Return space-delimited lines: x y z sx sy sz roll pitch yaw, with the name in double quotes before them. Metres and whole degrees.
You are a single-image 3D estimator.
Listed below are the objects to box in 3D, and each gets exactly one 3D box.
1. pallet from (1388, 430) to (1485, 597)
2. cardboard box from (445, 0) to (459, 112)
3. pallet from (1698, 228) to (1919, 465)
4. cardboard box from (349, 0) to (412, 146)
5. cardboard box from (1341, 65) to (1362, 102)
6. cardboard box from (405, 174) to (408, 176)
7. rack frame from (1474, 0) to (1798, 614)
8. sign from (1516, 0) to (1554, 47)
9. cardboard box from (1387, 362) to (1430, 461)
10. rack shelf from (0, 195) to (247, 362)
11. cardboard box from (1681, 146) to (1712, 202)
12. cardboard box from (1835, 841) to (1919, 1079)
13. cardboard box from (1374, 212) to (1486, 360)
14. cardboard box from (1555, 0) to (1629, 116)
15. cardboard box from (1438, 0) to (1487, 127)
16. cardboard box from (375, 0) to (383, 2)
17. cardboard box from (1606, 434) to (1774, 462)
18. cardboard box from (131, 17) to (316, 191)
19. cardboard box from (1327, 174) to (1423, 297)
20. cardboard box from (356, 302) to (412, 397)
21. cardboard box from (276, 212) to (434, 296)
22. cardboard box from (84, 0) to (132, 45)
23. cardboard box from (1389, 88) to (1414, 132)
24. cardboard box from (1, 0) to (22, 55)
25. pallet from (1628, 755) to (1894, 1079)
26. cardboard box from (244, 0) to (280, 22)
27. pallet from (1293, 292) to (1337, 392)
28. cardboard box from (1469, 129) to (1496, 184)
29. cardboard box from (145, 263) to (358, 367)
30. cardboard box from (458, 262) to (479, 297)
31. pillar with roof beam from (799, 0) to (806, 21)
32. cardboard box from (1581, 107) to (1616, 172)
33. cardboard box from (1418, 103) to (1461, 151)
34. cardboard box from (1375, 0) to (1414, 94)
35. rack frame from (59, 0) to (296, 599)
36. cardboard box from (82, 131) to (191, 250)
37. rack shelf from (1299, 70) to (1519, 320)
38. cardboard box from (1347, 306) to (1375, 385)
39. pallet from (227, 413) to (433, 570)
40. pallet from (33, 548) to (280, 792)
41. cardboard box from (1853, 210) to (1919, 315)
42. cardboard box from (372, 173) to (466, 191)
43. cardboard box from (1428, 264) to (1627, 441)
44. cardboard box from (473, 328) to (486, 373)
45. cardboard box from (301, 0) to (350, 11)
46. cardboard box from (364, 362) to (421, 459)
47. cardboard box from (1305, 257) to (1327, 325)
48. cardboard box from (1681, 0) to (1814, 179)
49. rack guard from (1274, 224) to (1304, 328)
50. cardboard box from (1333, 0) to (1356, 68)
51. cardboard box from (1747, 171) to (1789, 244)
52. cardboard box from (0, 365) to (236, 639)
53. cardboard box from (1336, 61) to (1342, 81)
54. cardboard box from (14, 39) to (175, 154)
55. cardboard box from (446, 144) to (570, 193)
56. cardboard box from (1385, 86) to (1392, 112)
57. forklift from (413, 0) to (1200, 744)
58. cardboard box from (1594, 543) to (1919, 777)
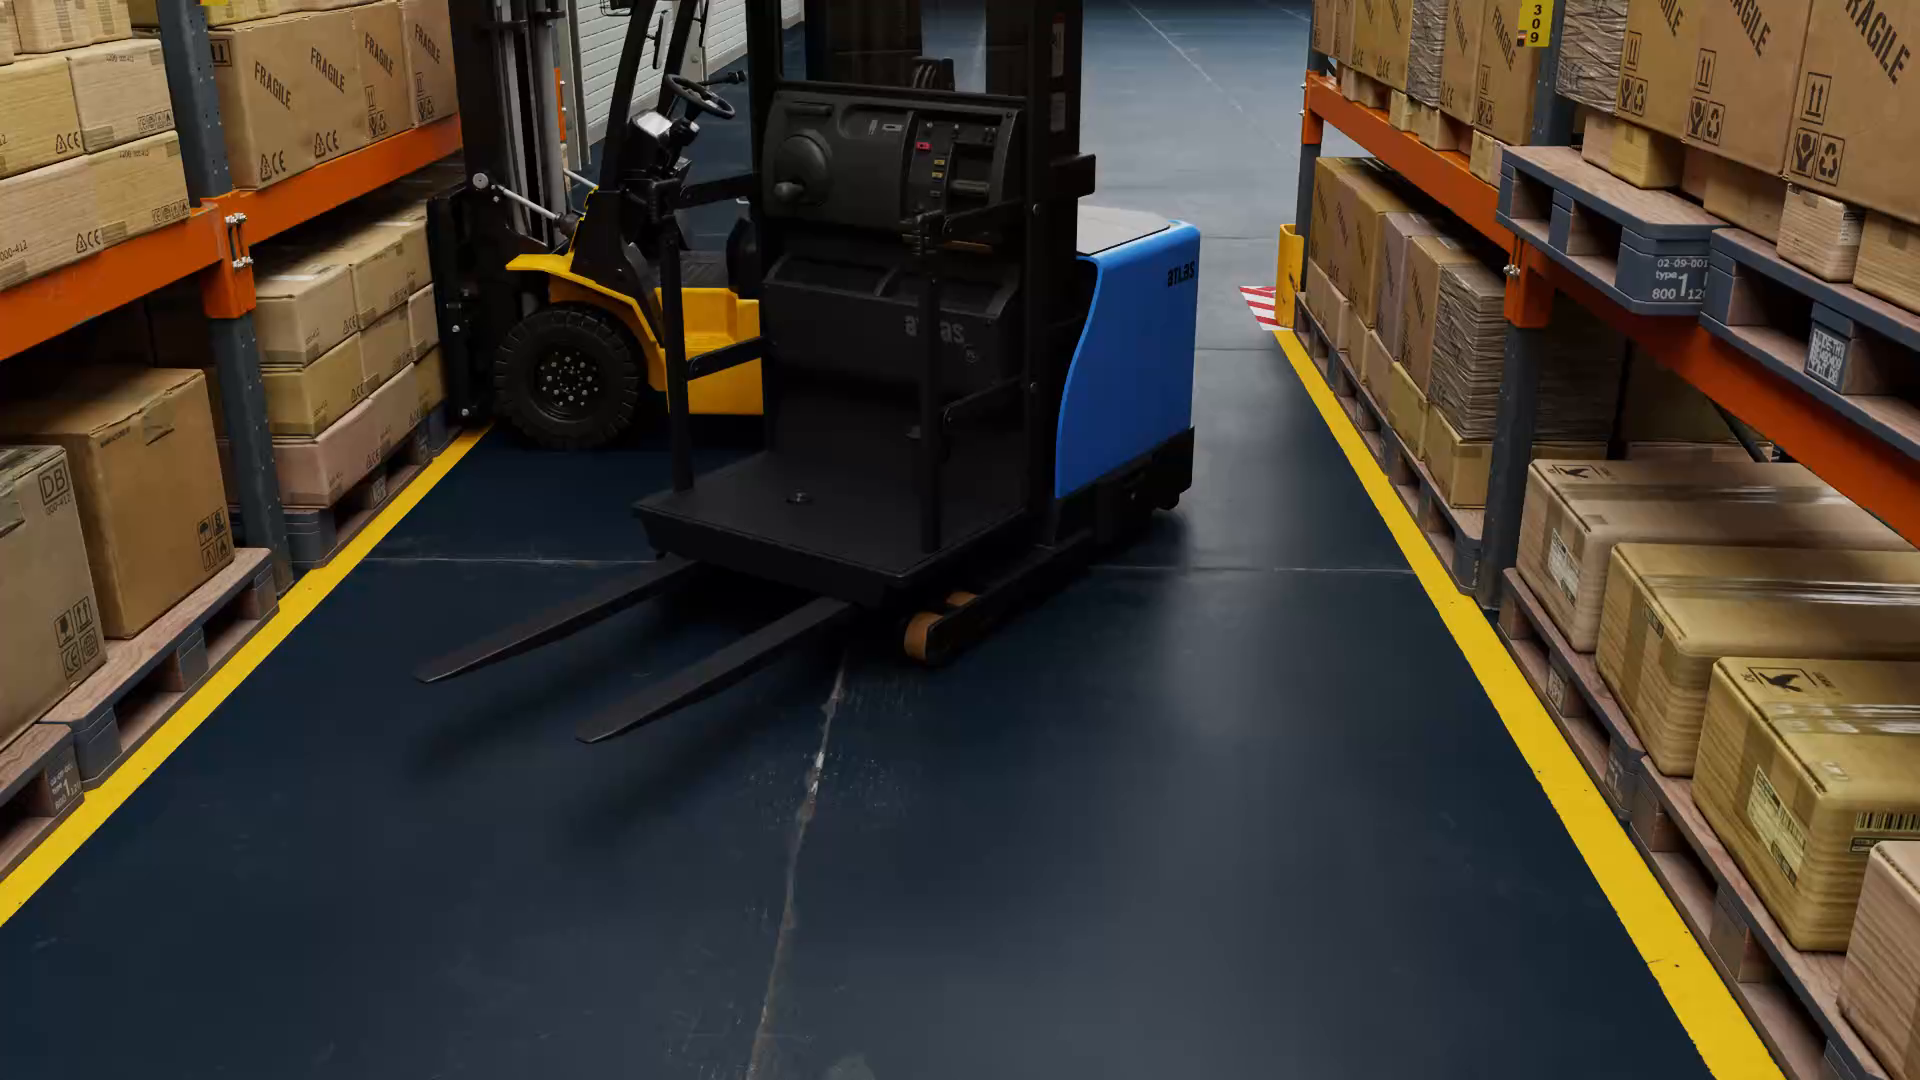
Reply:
"pallet" 2.191 -0.120 6.047 1.003 0.211 1.213 1 21 2
"cardboard box" -2.426 -2.170 7.336 0.500 0.500 0.500 0 21 1
"pallet" 2.104 -0.358 3.069 1.003 0.211 1.213 1 21 2
"cardboard box" -2.467 -1.806 6.399 0.500 0.500 0.500 0 21 1
"cardboard box" 1.974 -2.108 7.662 0.380 0.149 0.250 1 21 2
"cardboard box" -2.849 -1.704 8.113 0.500 0.250 0.500 1 21 2
"rack frame" 2.206 -1.177 4.916 1.000 3.000 0.127 1 21 2
"sign" 1.664 -1.584 4.767 0.100 0.325 0.005 1 21 2
"cardboard box" 1.962 -0.500 6.392 0.500 0.250 0.500 0 21 0
"rack shelf" -2.816 -0.172 3.319 1.077 0.370 4.000 1 21 2
"cardboard box" 1.925 -0.866 3.880 0.380 0.149 0.250 2 21 5
"cardboard box" 2.126 0.827 2.802 0.950 0.372 0.625 0 21 1
"cardboard box" 1.984 -1.026 6.710 0.500 0.500 0.500 2 21 4
"cardboard box" 1.905 -1.392 4.339 0.500 0.500 0.500 1 21 3
"cardboard box" 1.980 -1.712 5.745 0.500 0.500 0.500 1 21 3
"cardboard box" -2.415 -2.154 6.399 0.380 0.149 0.250 0 21 0
"cardboard box" 2.494 -0.301 5.879 0.500 0.250 0.500 0 21 -1
"cardboard box" -2.481 -1.434 5.441 0.500 0.500 0.500 0 21 0
"cardboard box" 2.015 -1.400 7.676 0.500 0.500 0.500 0 21 0
"cardboard box" -2.419 -0.731 6.295 0.500 0.250 0.500 1 21 1
"cardboard box" -2.398 -1.147 6.676 0.500 0.250 0.500 1 21 3
"cardboard box" -2.544 -1.453 4.593 0.380 0.149 0.250 1 21 3
"cardboard box" 1.948 -1.732 6.694 0.380 0.149 0.250 1 21 2
"cardboard box" -2.594 -1.272 4.125 0.380 0.149 0.250 1 21 2
"pallet" 2.150 0.847 3.555 1.003 0.211 1.213 1 21 2
"cardboard box" -2.476 -1.785 5.449 0.380 0.149 0.250 1 21 3
"pallet" 2.265 -1.002 8.321 1.003 0.211 1.213 1 21 2
"cardboard box" 1.912 -1.270 5.502 0.380 0.149 0.250 1 21 3
"cardboard box" -2.427 -0.782 5.735 0.500 0.250 0.500 0 21 1
"cardboard box" -2.376 -1.095 7.234 0.500 0.250 0.500 1 21 1
"pillar with roof beam" 1.477 -13.862 29.314 9.100 9.000 0.400 1 21 2
"cardboard box" 1.874 -1.059 4.379 0.380 0.149 0.250 1 21 2
"cardboard box" 1.939 -1.547 6.216 0.380 0.149 0.250 0 21 1
"cardboard box" 2.002 -2.085 6.706 0.500 0.500 0.500 0 21 1
"rack frame" -2.755 -1.230 5.053 1.000 3.000 0.127 1 21 2
"cardboard box" -2.509 -0.975 4.603 0.500 0.250 0.500 1 21 3
"rack shelf" 2.267 -1.565 6.910 1.077 0.370 4.000 1 21 2
"cardboard box" 2.000 -0.867 7.336 0.500 0.250 0.500 2 21 5
"pallet" -2.689 -0.217 6.297 1.003 0.211 1.213 1 21 2
"pallet" -2.739 0.337 4.870 1.003 0.211 1.213 1 21 2
"cardboard box" 1.827 -0.492 2.916 0.380 0.149 0.250 0 21 0
"cardboard box" -2.351 -1.519 7.637 0.500 0.250 0.500 1 21 2
"cardboard box" 1.956 -0.657 5.760 0.500 0.500 0.500 0 21 1
"cardboard box" -2.374 -0.869 7.341 0.500 0.250 0.500 1 21 3
"cardboard box" -2.415 -1.968 5.920 0.380 0.149 0.250 1 21 3
"cardboard box" -2.410 -0.499 6.389 0.500 0.250 0.500 0 21 0
"cardboard box" 2.027 -1.249 8.321 0.500 0.250 0.500 0 21 1
"cardboard box" 1.862 -1.032 3.412 0.500 0.500 0.500 1 21 1
"rack guard" 2.326 -1.430 9.024 1.175 0.500 0.348 1 21 2
"cardboard box" 2.024 -2.453 7.655 0.500 0.500 0.500 1 21 3
"cardboard box" 1.866 -0.684 3.412 0.380 0.149 0.250 1 21 2
"cardboard box" -2.760 -0.130 4.920 0.875 0.625 0.625 2 21 4
"cardboard box" 2.111 -2.386 8.378 0.380 0.149 0.250 1 21 2
"cardboard box" -2.515 -1.213 4.525 0.500 0.250 0.500 0 21 0
"cardboard box" -2.336 -1.887 8.583 0.500 0.250 0.500 1 21 3
"cardboard box" 2.052 -1.918 7.172 0.380 0.149 0.250 1 21 3
"forklift" -0.350 -1.178 5.013 1.130 2.935 3.031 14 25 31
"cardboard box" 2.174 0.302 4.156 0.950 0.372 0.625 2 21 5
